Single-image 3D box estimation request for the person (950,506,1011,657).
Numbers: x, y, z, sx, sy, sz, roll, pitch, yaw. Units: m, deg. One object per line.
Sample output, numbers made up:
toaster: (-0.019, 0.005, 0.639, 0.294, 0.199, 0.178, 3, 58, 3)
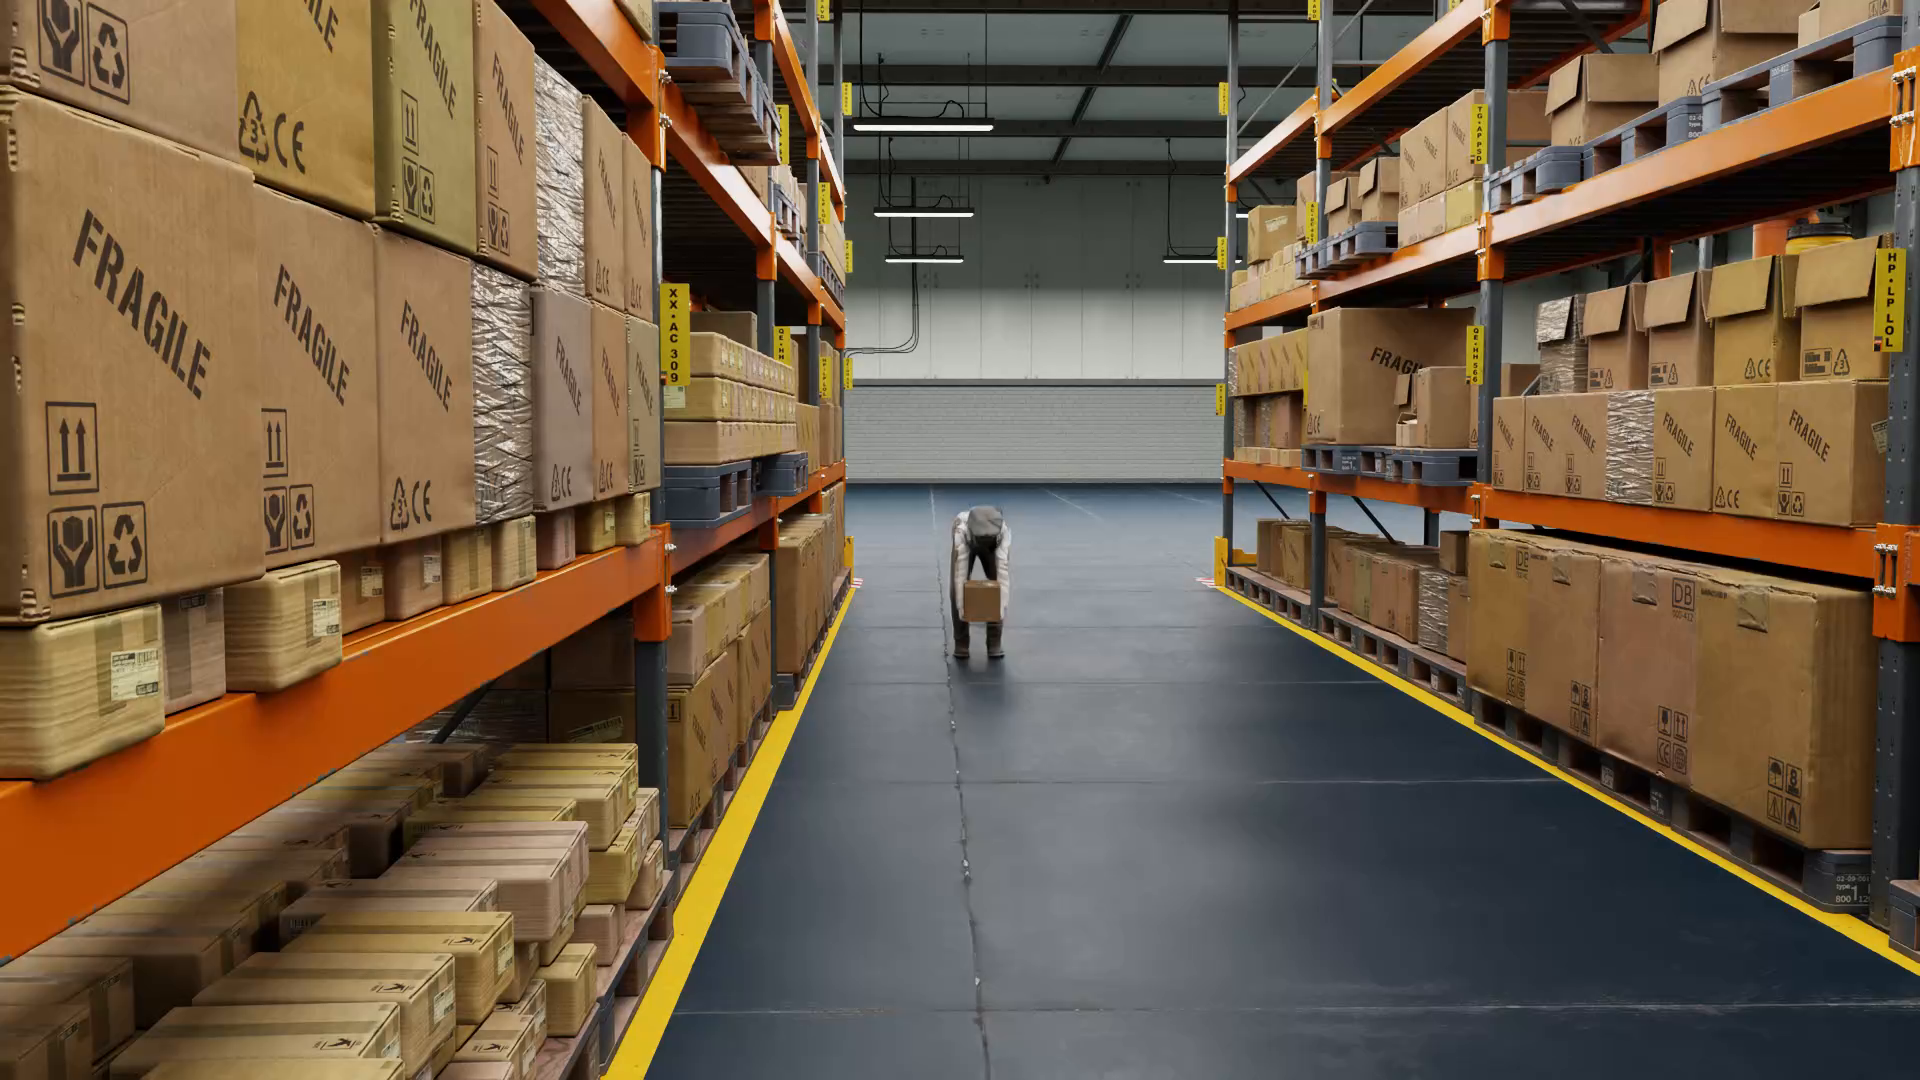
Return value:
person: (0.145, 0.299, 11.727, 0.415, 1.108, 0.926, 0, 4, -3)
